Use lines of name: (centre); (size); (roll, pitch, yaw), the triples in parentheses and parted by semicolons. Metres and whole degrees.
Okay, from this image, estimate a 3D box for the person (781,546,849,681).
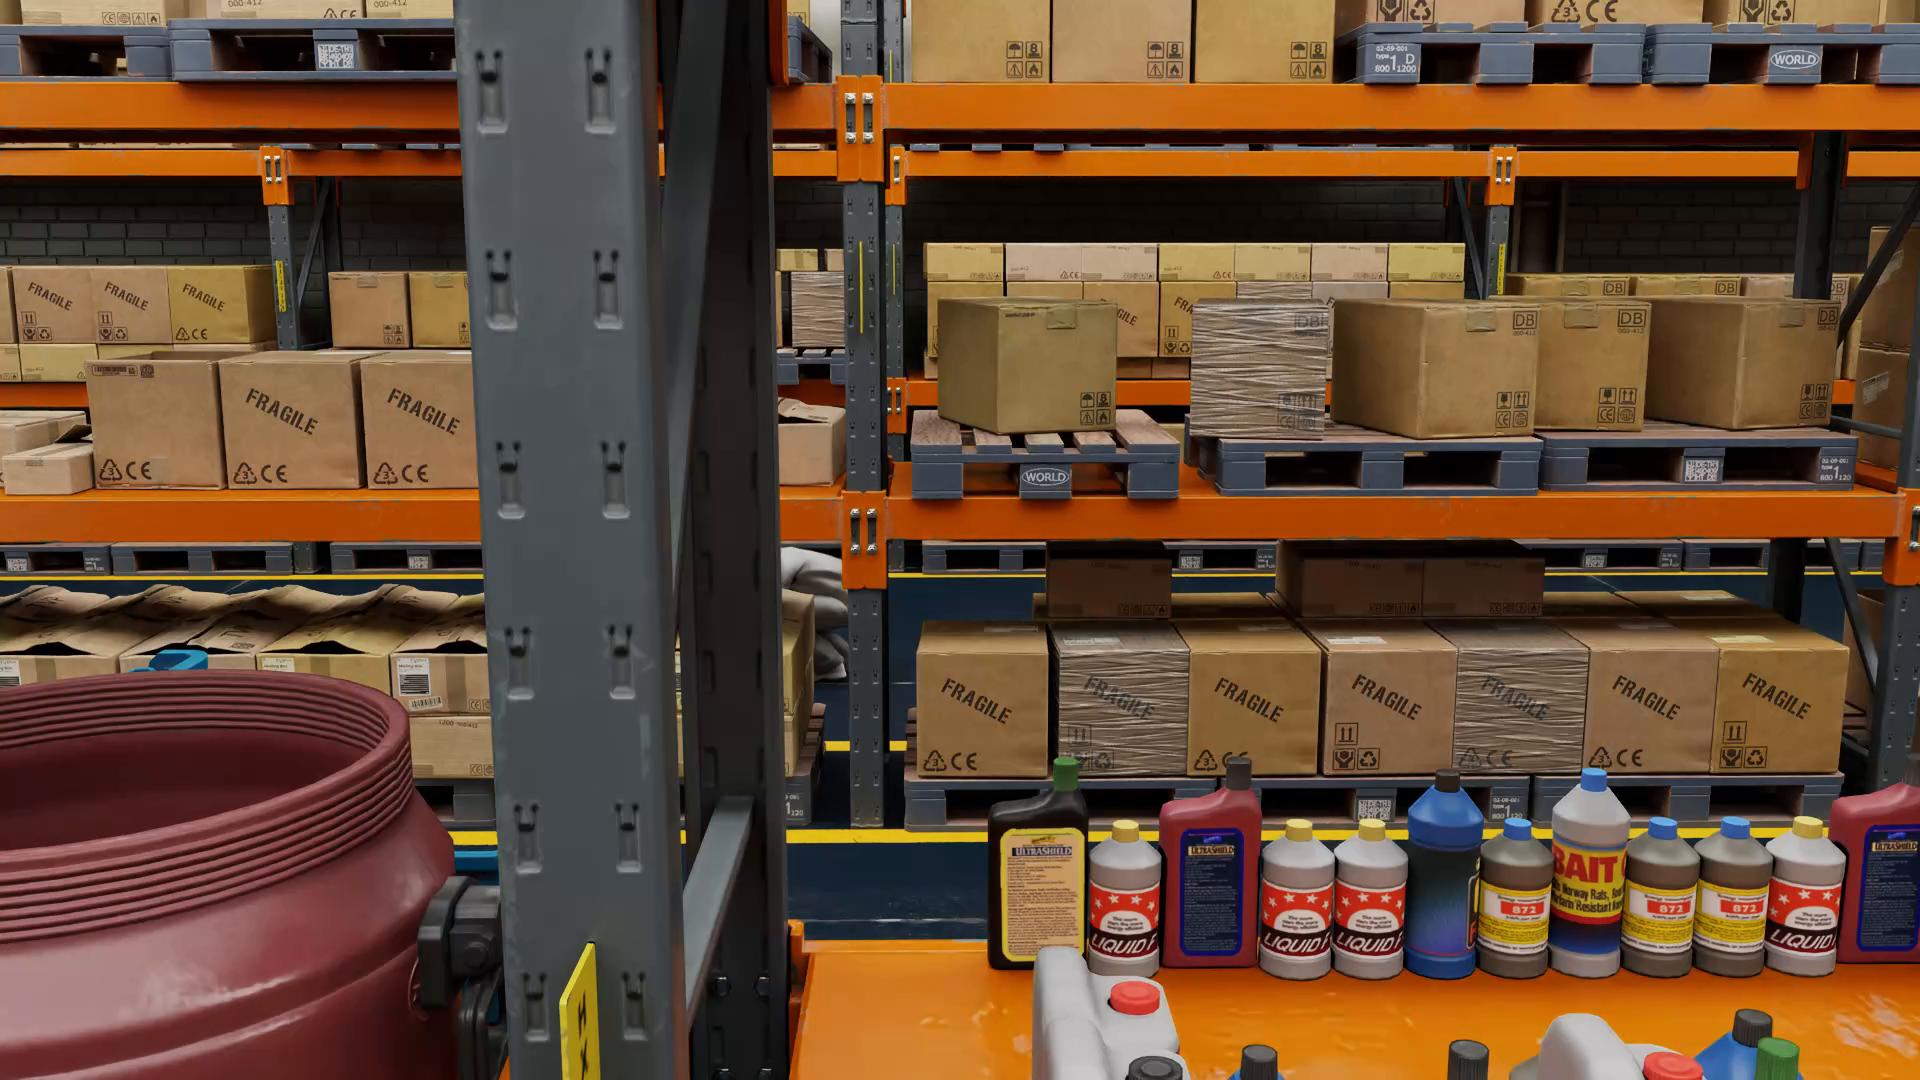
person: (-0.848, 0.382, 8.631); (0.836, 0.802, 0.460); (0, 10, -2)
